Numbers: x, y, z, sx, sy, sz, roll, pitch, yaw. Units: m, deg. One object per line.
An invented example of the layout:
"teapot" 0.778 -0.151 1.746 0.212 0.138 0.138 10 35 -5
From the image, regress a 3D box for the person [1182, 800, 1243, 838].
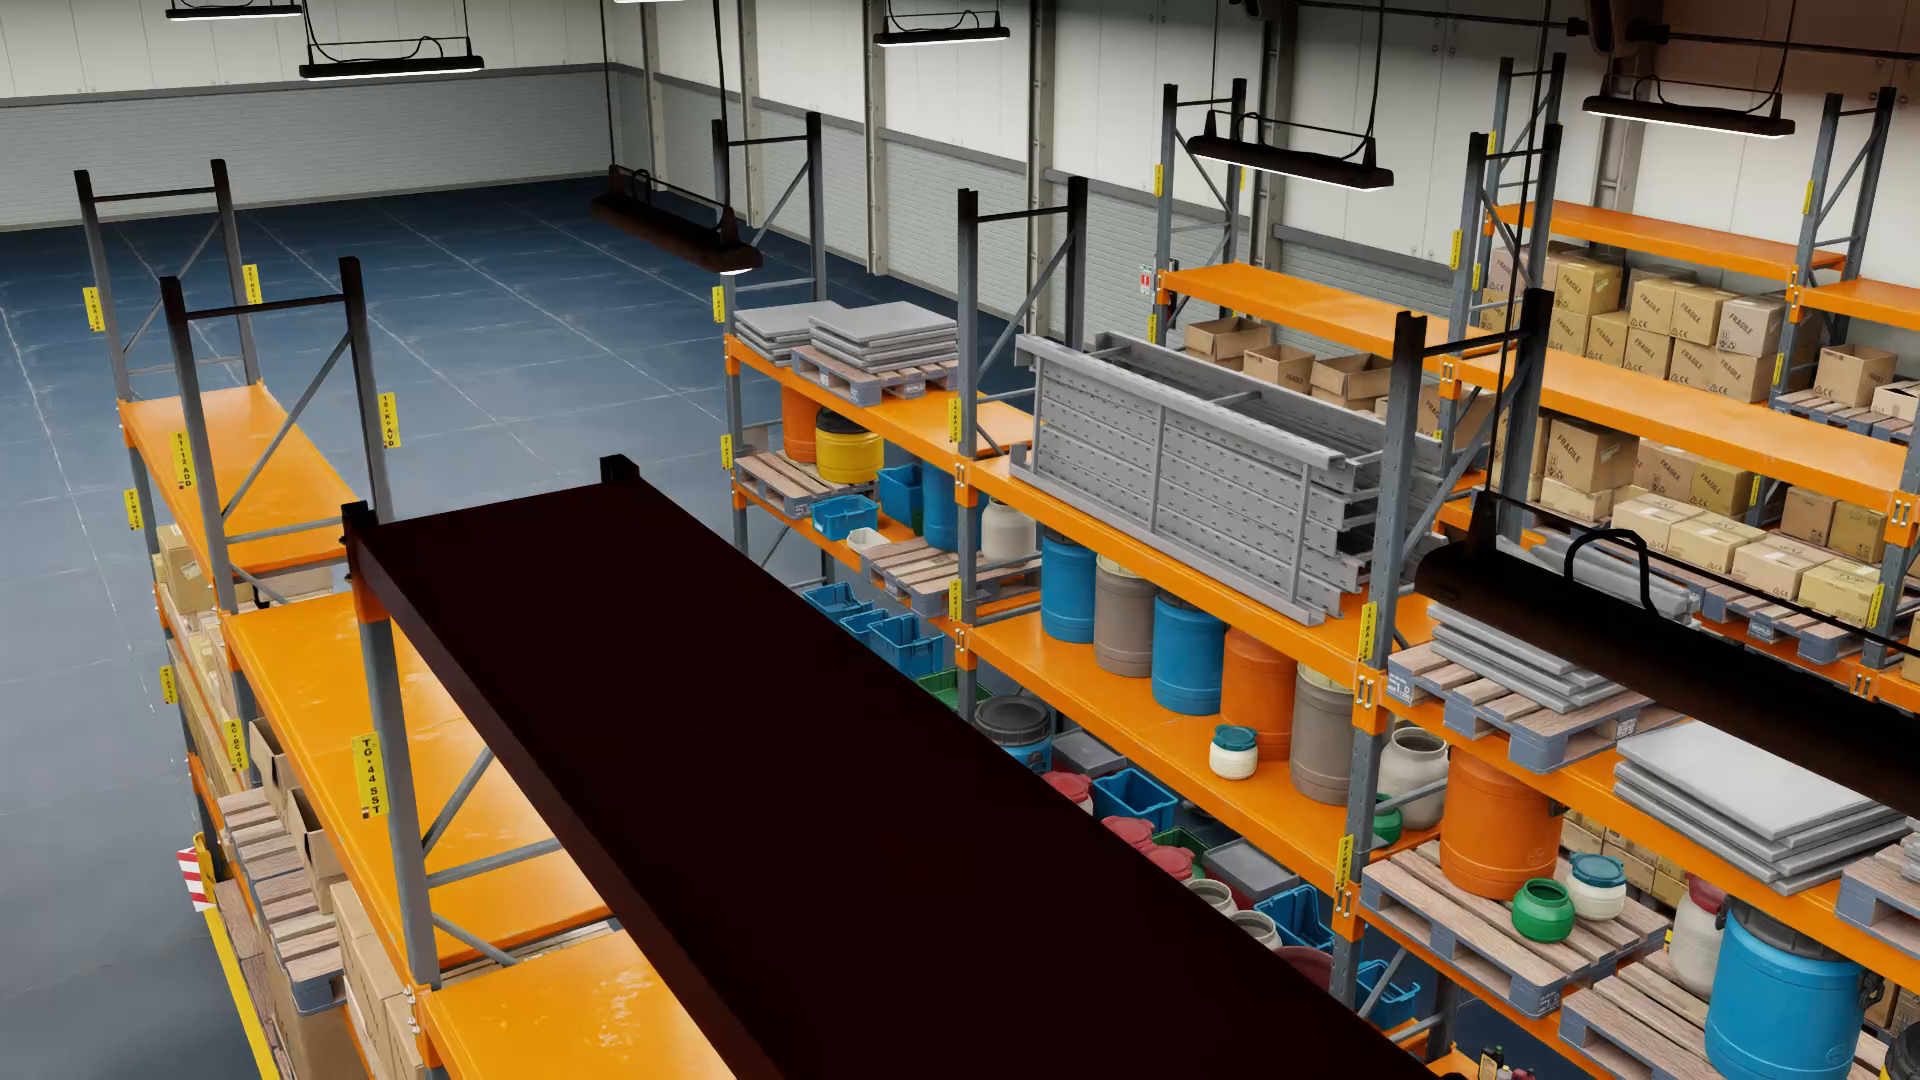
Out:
"person" 2.376 1.754 14.647 0.626 1.762 0.920 -9 23 -21
